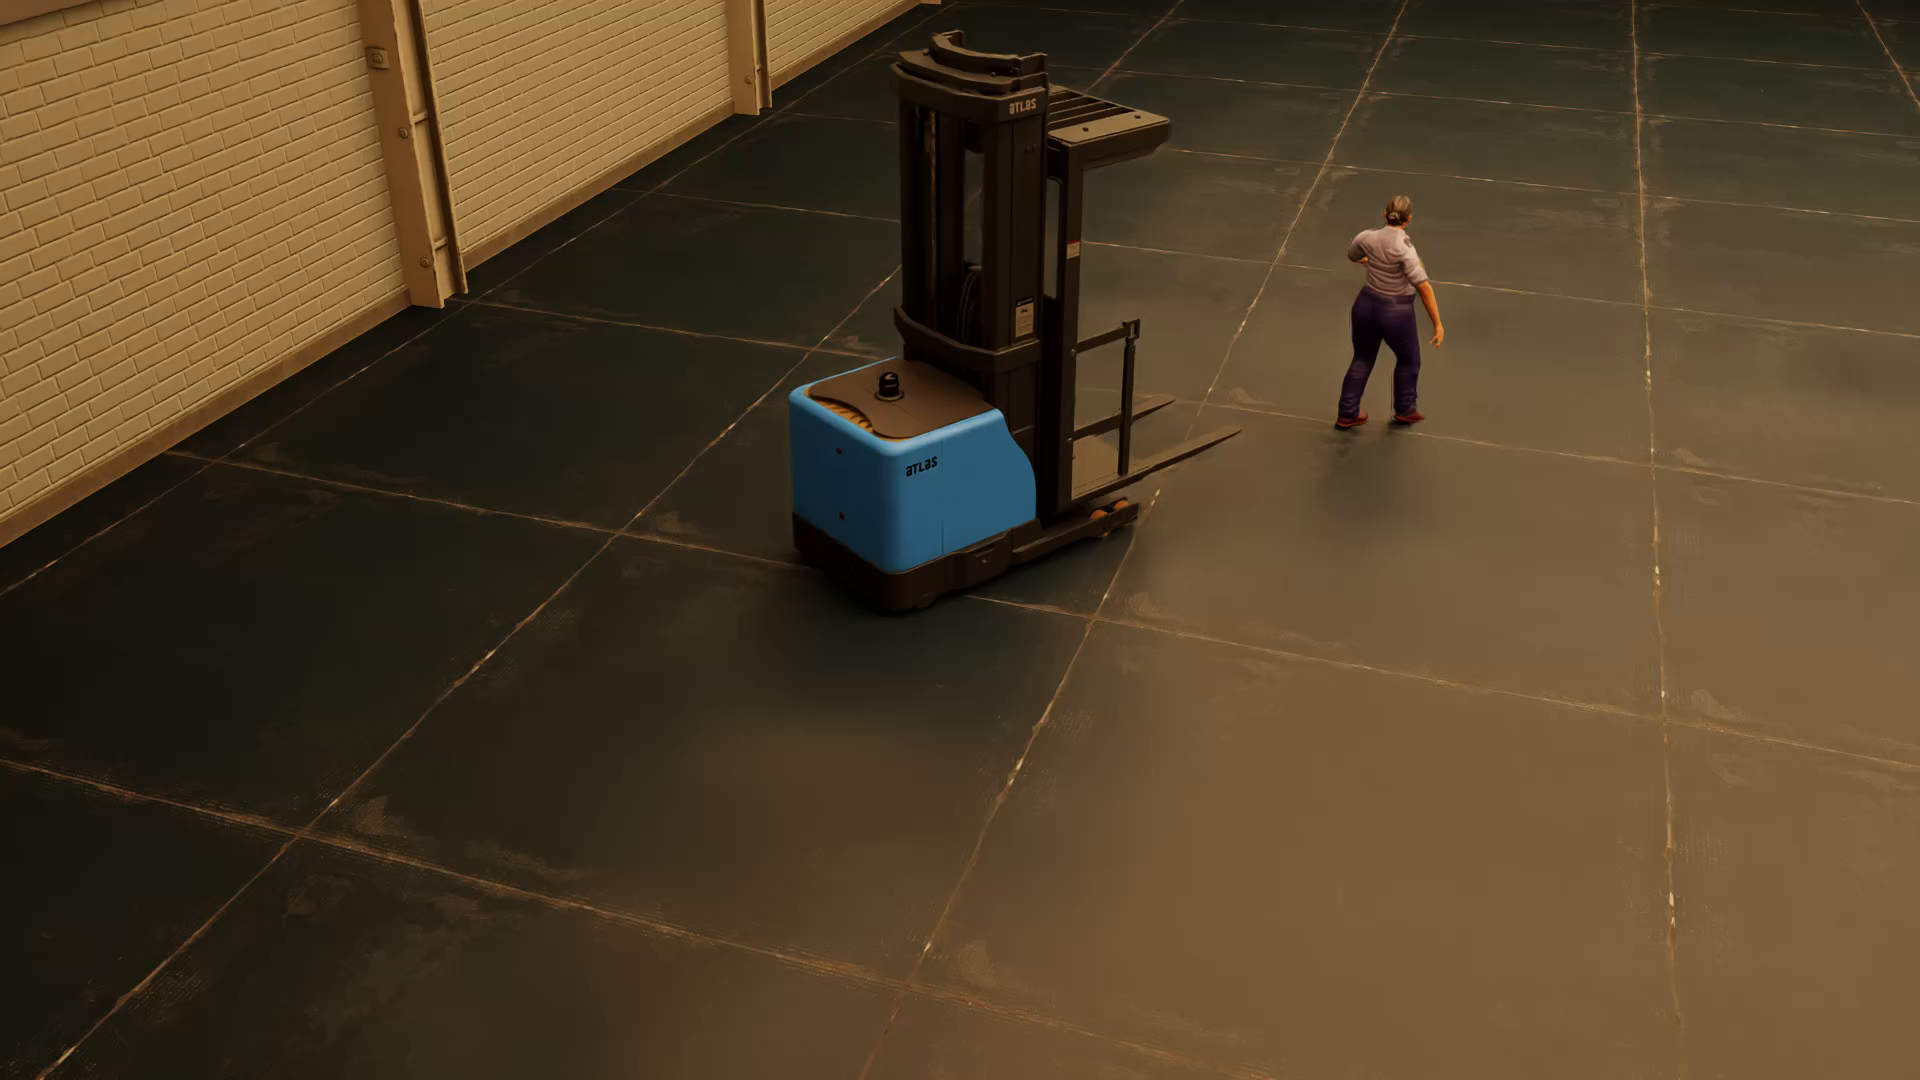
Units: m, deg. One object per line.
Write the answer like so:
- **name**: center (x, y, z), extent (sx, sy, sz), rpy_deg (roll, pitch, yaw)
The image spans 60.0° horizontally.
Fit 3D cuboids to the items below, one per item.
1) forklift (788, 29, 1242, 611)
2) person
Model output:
- **forklift**: center (0.470, -1.468, 9.712), extent (3.031, 2.935, 1.130), rpy_deg (-22, 36, -33)
- **person**: center (2.927, -1.510, 11.154), extent (0.665, 1.655, 0.926), rpy_deg (-23, 37, -35)
